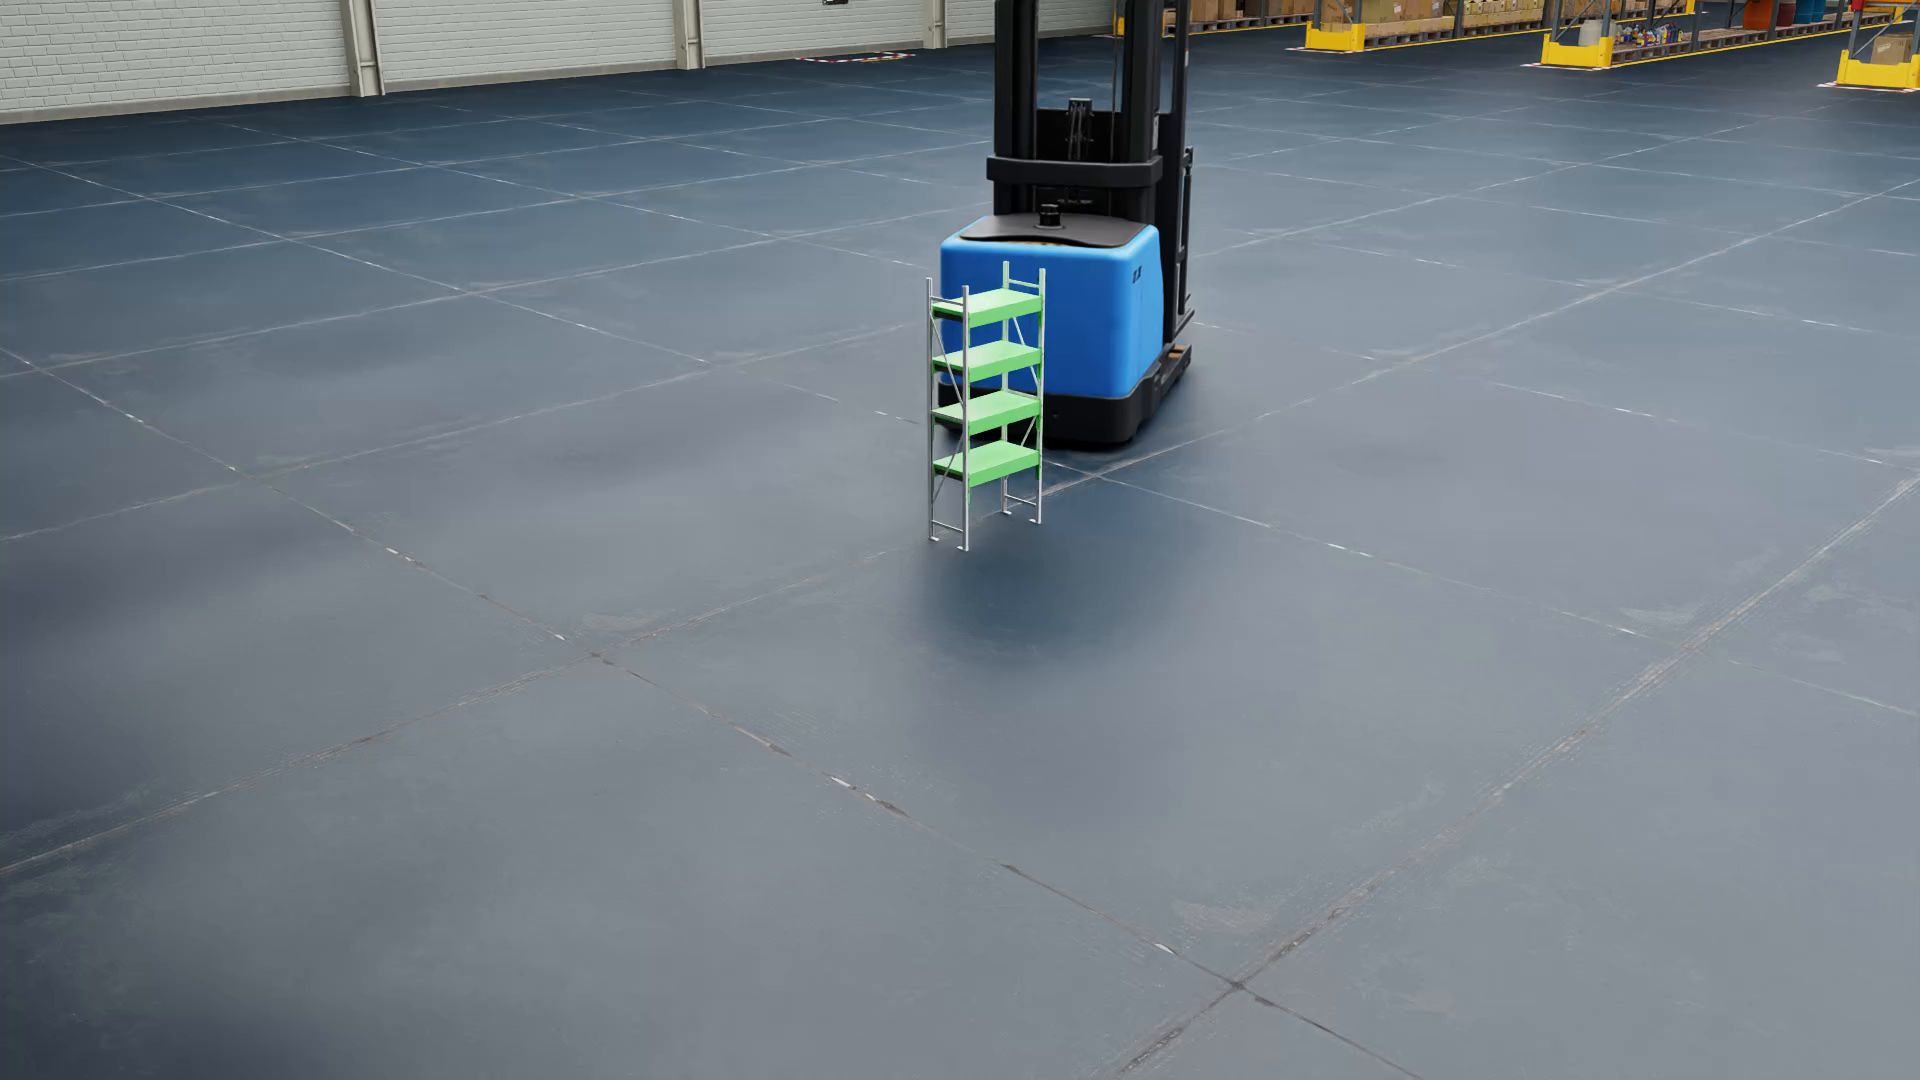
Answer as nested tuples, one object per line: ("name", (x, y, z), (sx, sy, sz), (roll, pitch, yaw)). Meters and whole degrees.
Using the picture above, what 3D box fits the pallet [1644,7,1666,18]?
("pallet", (17.073, -13.335, 41.975), (1.003, 0.211, 1.213), (19, 28, 41))

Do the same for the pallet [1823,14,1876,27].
("pallet", (20.625, -12.117, 38.806), (1.003, 0.211, 1.213), (19, 28, 41))

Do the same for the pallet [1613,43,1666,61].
("pallet", (12.358, -9.069, 30.877), (1.003, 0.211, 1.213), (19, 28, 41))

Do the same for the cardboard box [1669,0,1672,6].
("cardboard box", (17.983, -13.774, 42.565), (0.380, 0.166, 0.250), (19, 28, 41))

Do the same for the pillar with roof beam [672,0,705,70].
("pillar with roof beam", (-1.599, -11.334, 24.521), (9.100, 9.000, 0.400), (19, 28, 41))

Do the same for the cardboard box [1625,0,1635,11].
("cardboard box", (16.190, -13.150, 40.740), (0.500, 0.311, 0.500), (19, 28, 41))

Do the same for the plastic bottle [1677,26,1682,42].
("plastic bottle", (13.608, -9.580, 31.490), (0.133, 0.283, 0.061), (-18, 28, -39))

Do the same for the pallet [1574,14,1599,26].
("pallet", (14.351, -12.310, 39.308), (1.003, 0.211, 1.213), (19, 28, 41))

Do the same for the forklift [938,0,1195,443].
("forklift", (0.802, -2.373, 9.664), (1.130, 2.935, 3.031), (6, 22, 16))

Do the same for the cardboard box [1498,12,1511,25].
("cardboard box", (11.693, -11.439, 36.401), (0.500, 0.250, 0.500), (-20, 28, -41))

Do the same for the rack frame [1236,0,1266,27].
("rack frame", (6.609, -13.328, 38.069), (1.000, 3.000, 0.127), (19, 28, 41))

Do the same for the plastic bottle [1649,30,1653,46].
("plastic bottle", (12.714, -9.254, 30.659), (0.097, 0.271, 0.097), (0, 21, 0))

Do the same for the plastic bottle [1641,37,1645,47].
("plastic bottle", (12.478, -9.134, 30.445), (0.097, 0.201, 0.097), (0, 21, 0))

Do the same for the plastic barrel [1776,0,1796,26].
("plastic barrel", (17.615, -11.367, 35.744), (0.600, 0.588, 0.708), (19, 28, 41))

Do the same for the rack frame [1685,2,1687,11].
("rack frame", (18.532, -15.174, 42.872), (1.000, 3.000, 0.127), (19, 28, 41))

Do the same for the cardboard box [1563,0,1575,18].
("cardboard box", (13.835, -12.337, 38.363), (0.500, 0.500, 0.500), (18, 27, 39))

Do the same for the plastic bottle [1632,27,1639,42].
("plastic bottle", (12.833, -9.609, 31.584), (0.097, 0.271, 0.097), (0, 21, 0))

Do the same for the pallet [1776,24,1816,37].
("pallet", (17.869, -11.100, 36.160), (1.003, 0.211, 1.213), (19, 28, 41))

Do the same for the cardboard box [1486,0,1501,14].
("cardboard box", (11.341, -11.568, 35.956), (0.500, 0.311, 0.500), (18, 27, 39))

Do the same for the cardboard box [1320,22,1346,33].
("cardboard box", (7.533, -10.185, 33.140), (0.500, 0.250, 0.500), (19, 28, 41))

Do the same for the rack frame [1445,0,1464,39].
("rack frame", (10.161, -12.089, 34.846), (1.000, 3.000, 0.127), (19, 28, 41))

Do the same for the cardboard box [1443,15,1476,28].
("cardboard box", (10.620, -11.043, 35.373), (0.500, 0.250, 0.500), (18, 28, 39))

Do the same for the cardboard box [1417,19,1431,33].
("cardboard box", (9.300, -10.569, 34.140), (0.500, 0.250, 0.500), (19, 28, 41))

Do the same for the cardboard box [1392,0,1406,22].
("cardboard box", (8.591, -10.666, 33.347), (0.500, 0.500, 0.500), (19, 28, 41))

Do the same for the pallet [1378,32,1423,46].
("pallet", (8.725, -10.279, 34.022), (1.003, 0.211, 1.213), (19, 28, 41))

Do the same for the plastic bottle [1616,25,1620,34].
("plastic bottle", (12.289, -9.508, 31.210), (0.185, 0.351, 0.144), (-19, 28, -40))

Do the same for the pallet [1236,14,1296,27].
("pallet", (7.151, -12.227, 39.091), (1.003, 0.211, 1.213), (19, 28, 41))

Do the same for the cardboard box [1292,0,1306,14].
("cardboard box", (7.820, -12.826, 39.635), (0.700, 0.500, 0.500), (20, 28, 41))

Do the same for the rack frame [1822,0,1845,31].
("rack frame", (19.288, -12.905, 36.968), (1.000, 3.000, 0.127), (19, 28, 41))

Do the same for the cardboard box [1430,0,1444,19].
("cardboard box", (9.637, -11.052, 34.350), (0.500, 0.500, 0.500), (19, 28, 41))

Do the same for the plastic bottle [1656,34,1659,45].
("plastic bottle", (12.927, -9.300, 30.876), (0.097, 0.201, 0.097), (0, 21, 0))

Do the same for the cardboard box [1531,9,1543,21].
("cardboard box", (12.759, -11.834, 37.429), (0.500, 0.250, 0.500), (-19, 28, -41))

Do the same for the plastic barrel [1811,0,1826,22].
("plastic barrel", (18.897, -11.986, 36.917), (0.600, 0.901, 0.708), (19, 28, 41))

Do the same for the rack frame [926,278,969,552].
("rack frame", (-0.055, -0.540, 7.307), (0.240, 1.200, 0.015), (19, 28, 41))

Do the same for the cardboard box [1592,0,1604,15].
("cardboard box", (14.902, -12.732, 39.389), (0.500, 0.500, 0.500), (20, 29, 41))

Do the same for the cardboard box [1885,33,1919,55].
("cardboard box", (15.306, -7.928, 26.920), (0.500, 0.500, 0.500), (-12, 24, -28))

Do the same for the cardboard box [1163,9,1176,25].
("cardboard box", (4.366, -11.405, 36.202), (0.500, 0.311, 0.500), (15, 26, 35))

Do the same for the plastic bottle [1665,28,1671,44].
("plastic bottle", (13.247, -9.447, 31.144), (0.133, 0.283, 0.061), (-18, 27, -39))

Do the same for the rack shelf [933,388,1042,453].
("rack shelf", (0.115, -0.543, 7.493), (0.258, 0.148, 0.480), (19, 28, 41))

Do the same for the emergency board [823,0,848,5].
("emergency board", (-2.269, -10.531, 30.791), (0.157, 1.169, 0.626), (19, 28, 41))

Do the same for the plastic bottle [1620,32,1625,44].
("plastic bottle", (12.406, -9.419, 31.187), (0.097, 0.201, 0.097), (0, 21, 0))

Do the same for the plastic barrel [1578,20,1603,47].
("plastic barrel", (11.322, -9.043, 29.804), (0.421, 0.512, 0.421), (0, 21, 0))

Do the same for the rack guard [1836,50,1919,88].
("rack guard", (14.519, -7.433, 26.217), (1.175, 0.500, 0.348), (19, 28, 41))

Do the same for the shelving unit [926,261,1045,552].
("shelving unit", (0.115, -0.603, 7.470), (0.258, 1.200, 0.503), (19, 28, 41))

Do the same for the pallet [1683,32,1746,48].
("pallet", (15.079, -10.074, 33.489), (1.003, 0.211, 1.213), (19, 28, 41))

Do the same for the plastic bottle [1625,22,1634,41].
("plastic bottle", (12.716, -9.665, 31.619), (0.144, 0.351, 0.185), (18, 27, 38))

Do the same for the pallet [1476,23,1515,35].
("pallet", (11.498, -11.302, 36.684), (1.003, 0.211, 1.213), (19, 28, 41))

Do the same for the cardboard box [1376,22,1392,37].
("cardboard box", (8.250, -10.185, 33.140), (0.500, 0.250, 0.500), (19, 28, 41))

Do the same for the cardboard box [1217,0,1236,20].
("cardboard box", (5.914, -12.090, 37.719), (0.500, 0.500, 0.500), (17, 27, 37))

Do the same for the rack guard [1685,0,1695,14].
("rack guard", (18.479, -13.987, 43.269), (1.175, 0.500, 0.348), (19, 28, 41))

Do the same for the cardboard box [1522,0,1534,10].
("cardboard box", (12.405, -11.960, 36.976), (0.500, 0.311, 0.500), (19, 28, 40))

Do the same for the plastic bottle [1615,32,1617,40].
("plastic bottle", (12.156, -9.371, 30.947), (0.061, 0.283, 0.133), (19, 28, 41))

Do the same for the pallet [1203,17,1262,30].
("pallet", (6.166, -11.845, 38.097), (1.003, 0.211, 1.213), (19, 28, 41))
